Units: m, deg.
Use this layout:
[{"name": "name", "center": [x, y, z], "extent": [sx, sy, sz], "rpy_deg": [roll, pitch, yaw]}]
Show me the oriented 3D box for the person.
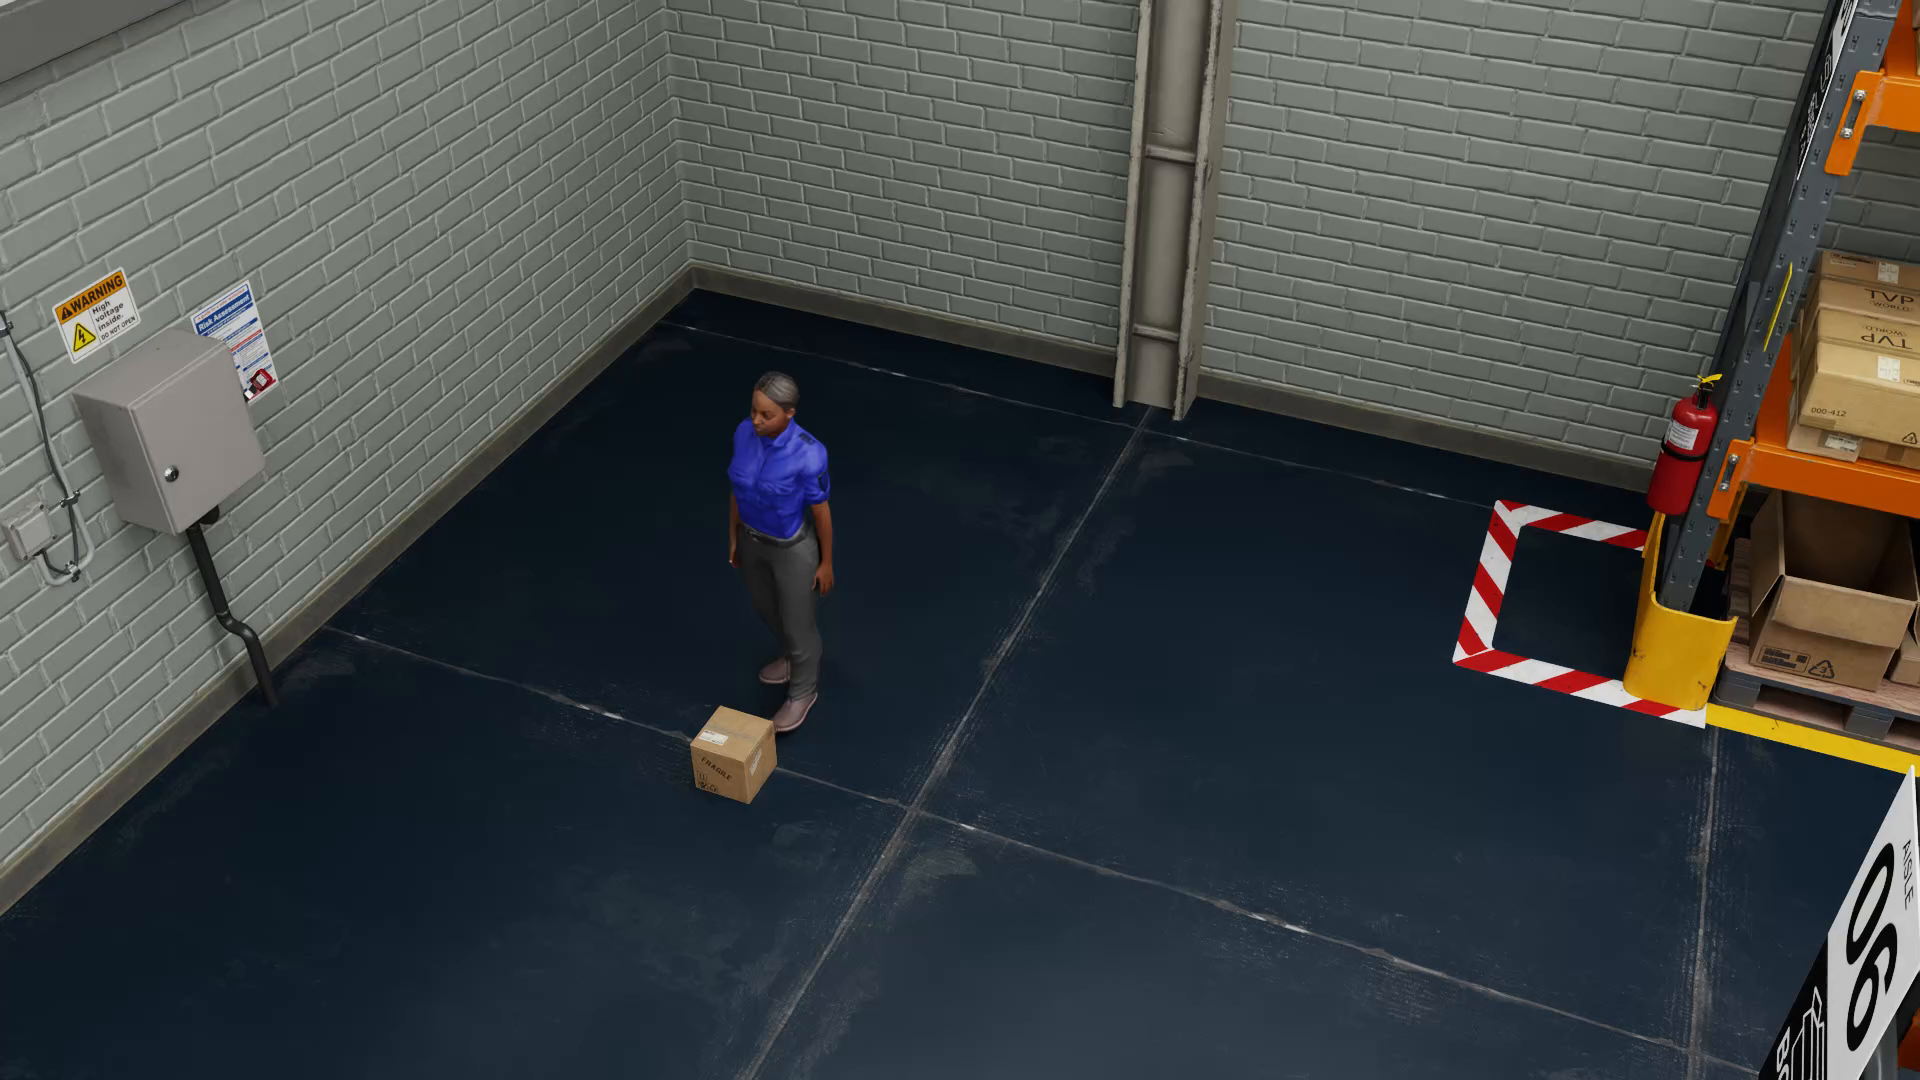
[{"name": "person", "center": [-0.723, 0.026, 6.779], "extent": [0.475, 1.666, 0.489], "rpy_deg": [23, 43, 26]}]
